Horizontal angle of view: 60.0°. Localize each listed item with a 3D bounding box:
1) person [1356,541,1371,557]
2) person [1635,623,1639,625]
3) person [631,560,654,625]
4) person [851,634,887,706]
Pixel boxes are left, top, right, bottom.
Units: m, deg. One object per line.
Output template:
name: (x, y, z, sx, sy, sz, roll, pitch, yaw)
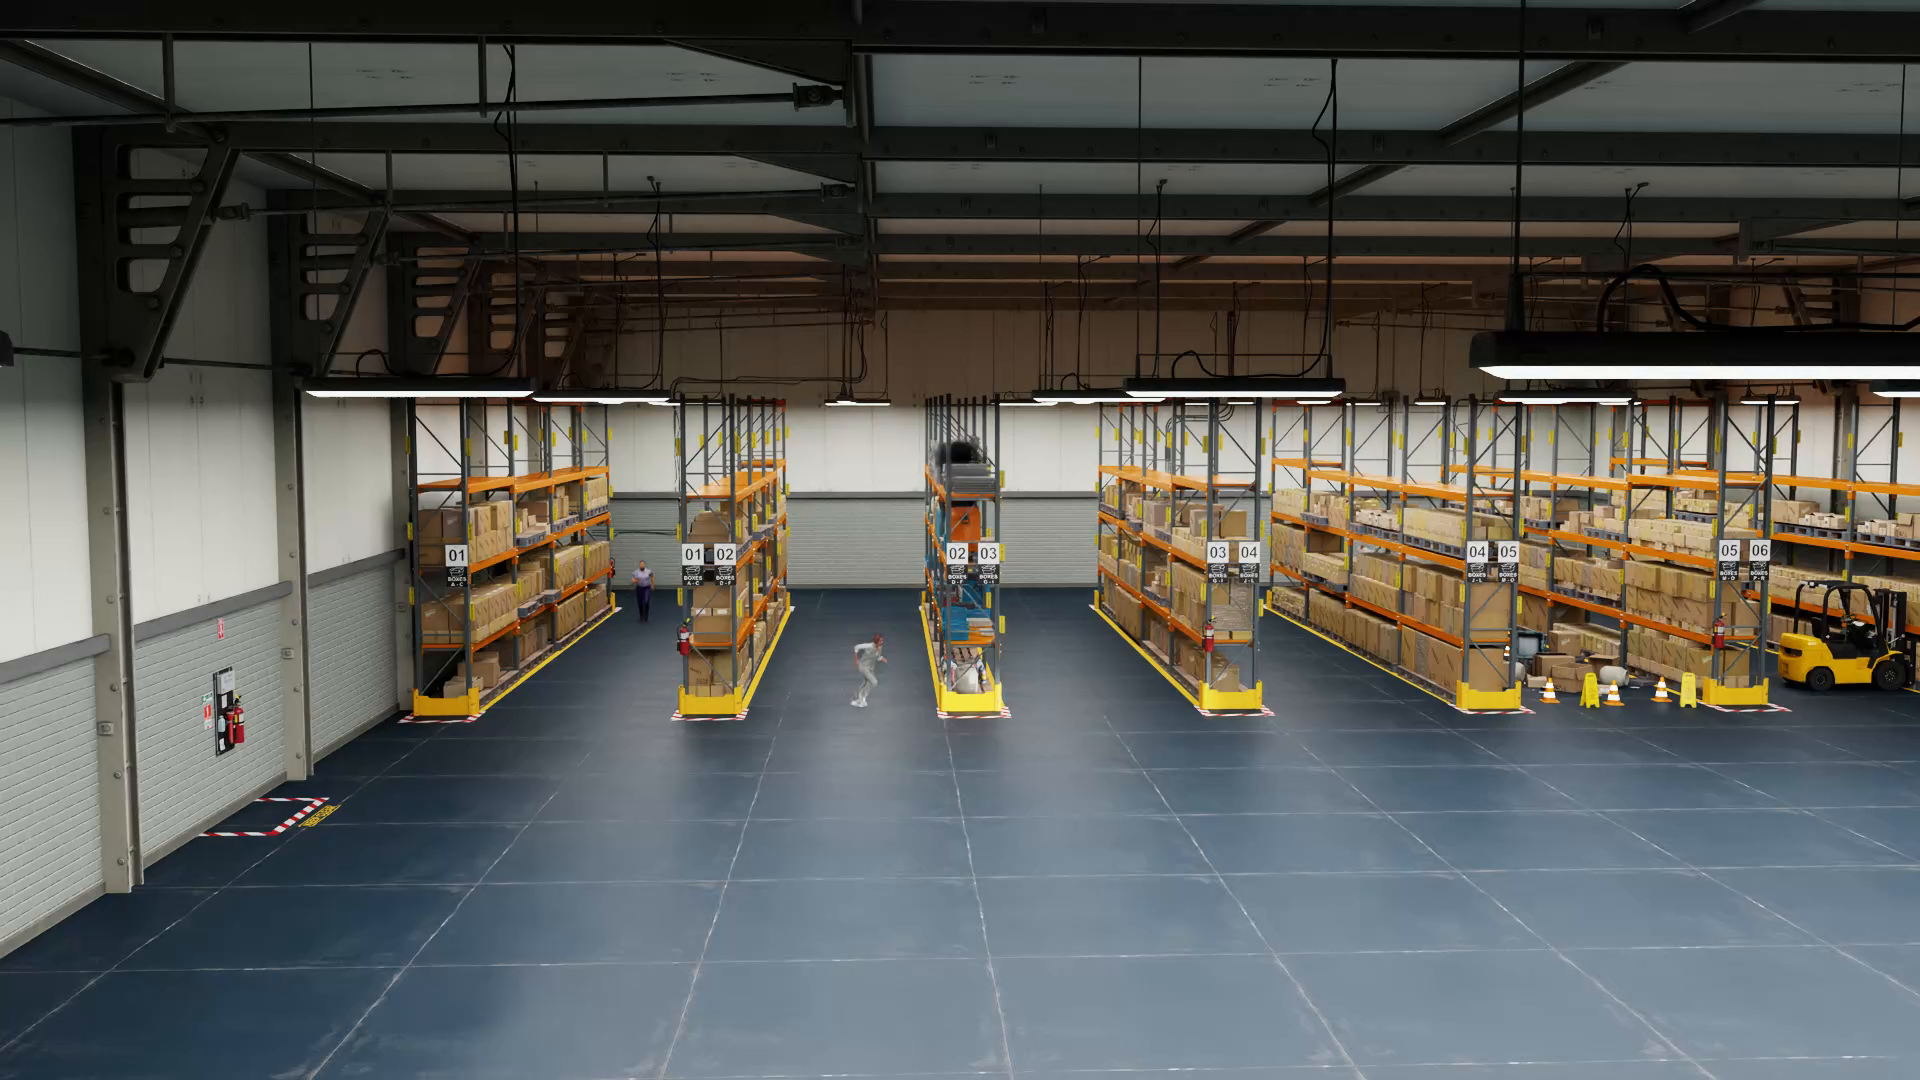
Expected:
person: (12.225, 0.823, 50.727, 0.697, 1.783, 0.640, -3, 5, -34)
person: (16.760, 1.702, 40.595, 0.574, 1.660, 0.955, -1, 5, -12)
person: (-8.477, 1.391, 44.434, 0.570, 1.681, 0.855, 0, 5, -5)
person: (-1.767, 2.488, 31.719, 0.853, 1.437, 0.576, 3, 6, 37)
